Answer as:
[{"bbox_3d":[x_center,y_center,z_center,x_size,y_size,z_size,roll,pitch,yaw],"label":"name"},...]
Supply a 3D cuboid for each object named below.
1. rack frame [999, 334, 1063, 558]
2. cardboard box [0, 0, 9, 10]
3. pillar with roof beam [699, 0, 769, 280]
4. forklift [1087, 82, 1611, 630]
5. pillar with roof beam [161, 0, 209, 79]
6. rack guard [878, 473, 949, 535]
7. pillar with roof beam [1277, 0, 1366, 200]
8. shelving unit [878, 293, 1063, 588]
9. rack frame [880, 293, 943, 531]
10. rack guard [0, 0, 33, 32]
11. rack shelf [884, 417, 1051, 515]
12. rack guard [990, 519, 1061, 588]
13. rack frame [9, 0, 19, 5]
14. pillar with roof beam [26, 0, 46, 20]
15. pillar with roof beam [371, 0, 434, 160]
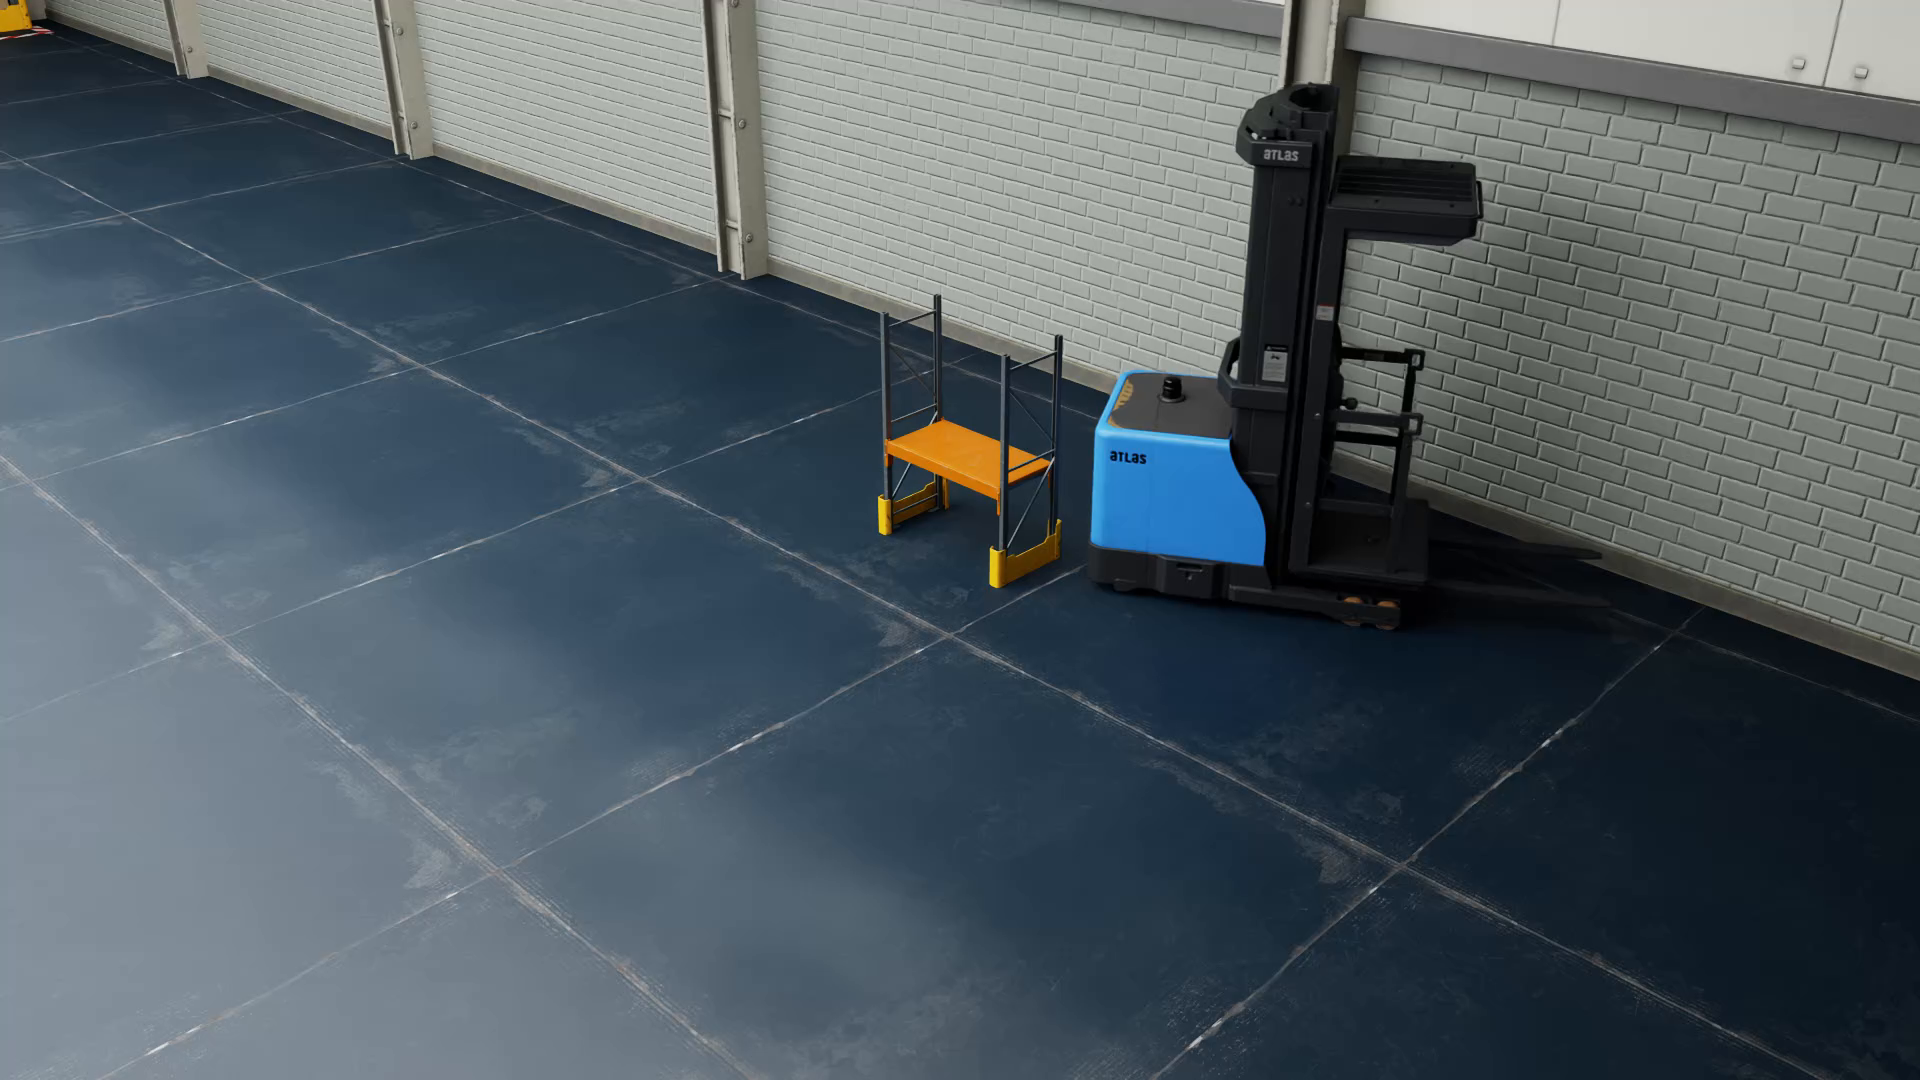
[{"bbox_3d":[0.423,-0.470,10.026,0.032,1.500,0.500,25,36,38],"label":"rack frame"},{"bbox_3d":[-15.197,-8.373,25.948,0.500,0.250,0.500,25,37,39],"label":"cardboard box"},{"bbox_3d":[-5.031,-5.059,10.695,0.400,9.000,9.100,25,36,38],"label":"pillar with roof beam"},{"bbox_3d":[2.352,-1.045,9.581,3.031,2.935,1.130,7,29,13],"label":"forklift"},{"bbox_3d":[-13.588,-8.974,18.142,0.400,9.000,9.100,25,36,38],"label":"pillar with roof beam"},{"bbox_3d":[-0.301,-0.248,10.947,0.087,0.250,0.587,25,36,38],"label":"rack guard"},{"bbox_3d":[-0.753,-3.101,6.972,0.400,9.000,9.100,25,36,38],"label":"pillar with roof beam"},{"bbox_3d":[0.054,-0.639,10.347,1.083,1.500,0.587,25,36,38],"label":"shelving unit"},{"bbox_3d":[-0.302,-0.802,10.657,0.032,1.500,0.500,25,36,38],"label":"rack frame"},{"bbox_3d":[-14.967,-8.065,25.544,0.348,0.500,1.175,25,36,38],"label":"rack guard"},{"bbox_3d":[0.061,-0.477,10.425,1.000,0.185,0.538,25,36,38],"label":"rack shelf"},{"bbox_3d":[0.409,0.077,10.329,0.087,0.250,0.587,25,36,38],"label":"rack guard"},{"bbox_3d":[-14.984,-9.179,24.977,0.127,3.000,1.000,25,36,38],"label":"rack frame"},{"bbox_3d":[-17.867,-10.932,21.865,0.400,9.000,9.100,25,36,38],"label":"pillar with roof beam"},{"bbox_3d":[-9.310,-7.017,14.418,0.400,9.000,9.100,25,36,38],"label":"pillar with roof beam"}]
